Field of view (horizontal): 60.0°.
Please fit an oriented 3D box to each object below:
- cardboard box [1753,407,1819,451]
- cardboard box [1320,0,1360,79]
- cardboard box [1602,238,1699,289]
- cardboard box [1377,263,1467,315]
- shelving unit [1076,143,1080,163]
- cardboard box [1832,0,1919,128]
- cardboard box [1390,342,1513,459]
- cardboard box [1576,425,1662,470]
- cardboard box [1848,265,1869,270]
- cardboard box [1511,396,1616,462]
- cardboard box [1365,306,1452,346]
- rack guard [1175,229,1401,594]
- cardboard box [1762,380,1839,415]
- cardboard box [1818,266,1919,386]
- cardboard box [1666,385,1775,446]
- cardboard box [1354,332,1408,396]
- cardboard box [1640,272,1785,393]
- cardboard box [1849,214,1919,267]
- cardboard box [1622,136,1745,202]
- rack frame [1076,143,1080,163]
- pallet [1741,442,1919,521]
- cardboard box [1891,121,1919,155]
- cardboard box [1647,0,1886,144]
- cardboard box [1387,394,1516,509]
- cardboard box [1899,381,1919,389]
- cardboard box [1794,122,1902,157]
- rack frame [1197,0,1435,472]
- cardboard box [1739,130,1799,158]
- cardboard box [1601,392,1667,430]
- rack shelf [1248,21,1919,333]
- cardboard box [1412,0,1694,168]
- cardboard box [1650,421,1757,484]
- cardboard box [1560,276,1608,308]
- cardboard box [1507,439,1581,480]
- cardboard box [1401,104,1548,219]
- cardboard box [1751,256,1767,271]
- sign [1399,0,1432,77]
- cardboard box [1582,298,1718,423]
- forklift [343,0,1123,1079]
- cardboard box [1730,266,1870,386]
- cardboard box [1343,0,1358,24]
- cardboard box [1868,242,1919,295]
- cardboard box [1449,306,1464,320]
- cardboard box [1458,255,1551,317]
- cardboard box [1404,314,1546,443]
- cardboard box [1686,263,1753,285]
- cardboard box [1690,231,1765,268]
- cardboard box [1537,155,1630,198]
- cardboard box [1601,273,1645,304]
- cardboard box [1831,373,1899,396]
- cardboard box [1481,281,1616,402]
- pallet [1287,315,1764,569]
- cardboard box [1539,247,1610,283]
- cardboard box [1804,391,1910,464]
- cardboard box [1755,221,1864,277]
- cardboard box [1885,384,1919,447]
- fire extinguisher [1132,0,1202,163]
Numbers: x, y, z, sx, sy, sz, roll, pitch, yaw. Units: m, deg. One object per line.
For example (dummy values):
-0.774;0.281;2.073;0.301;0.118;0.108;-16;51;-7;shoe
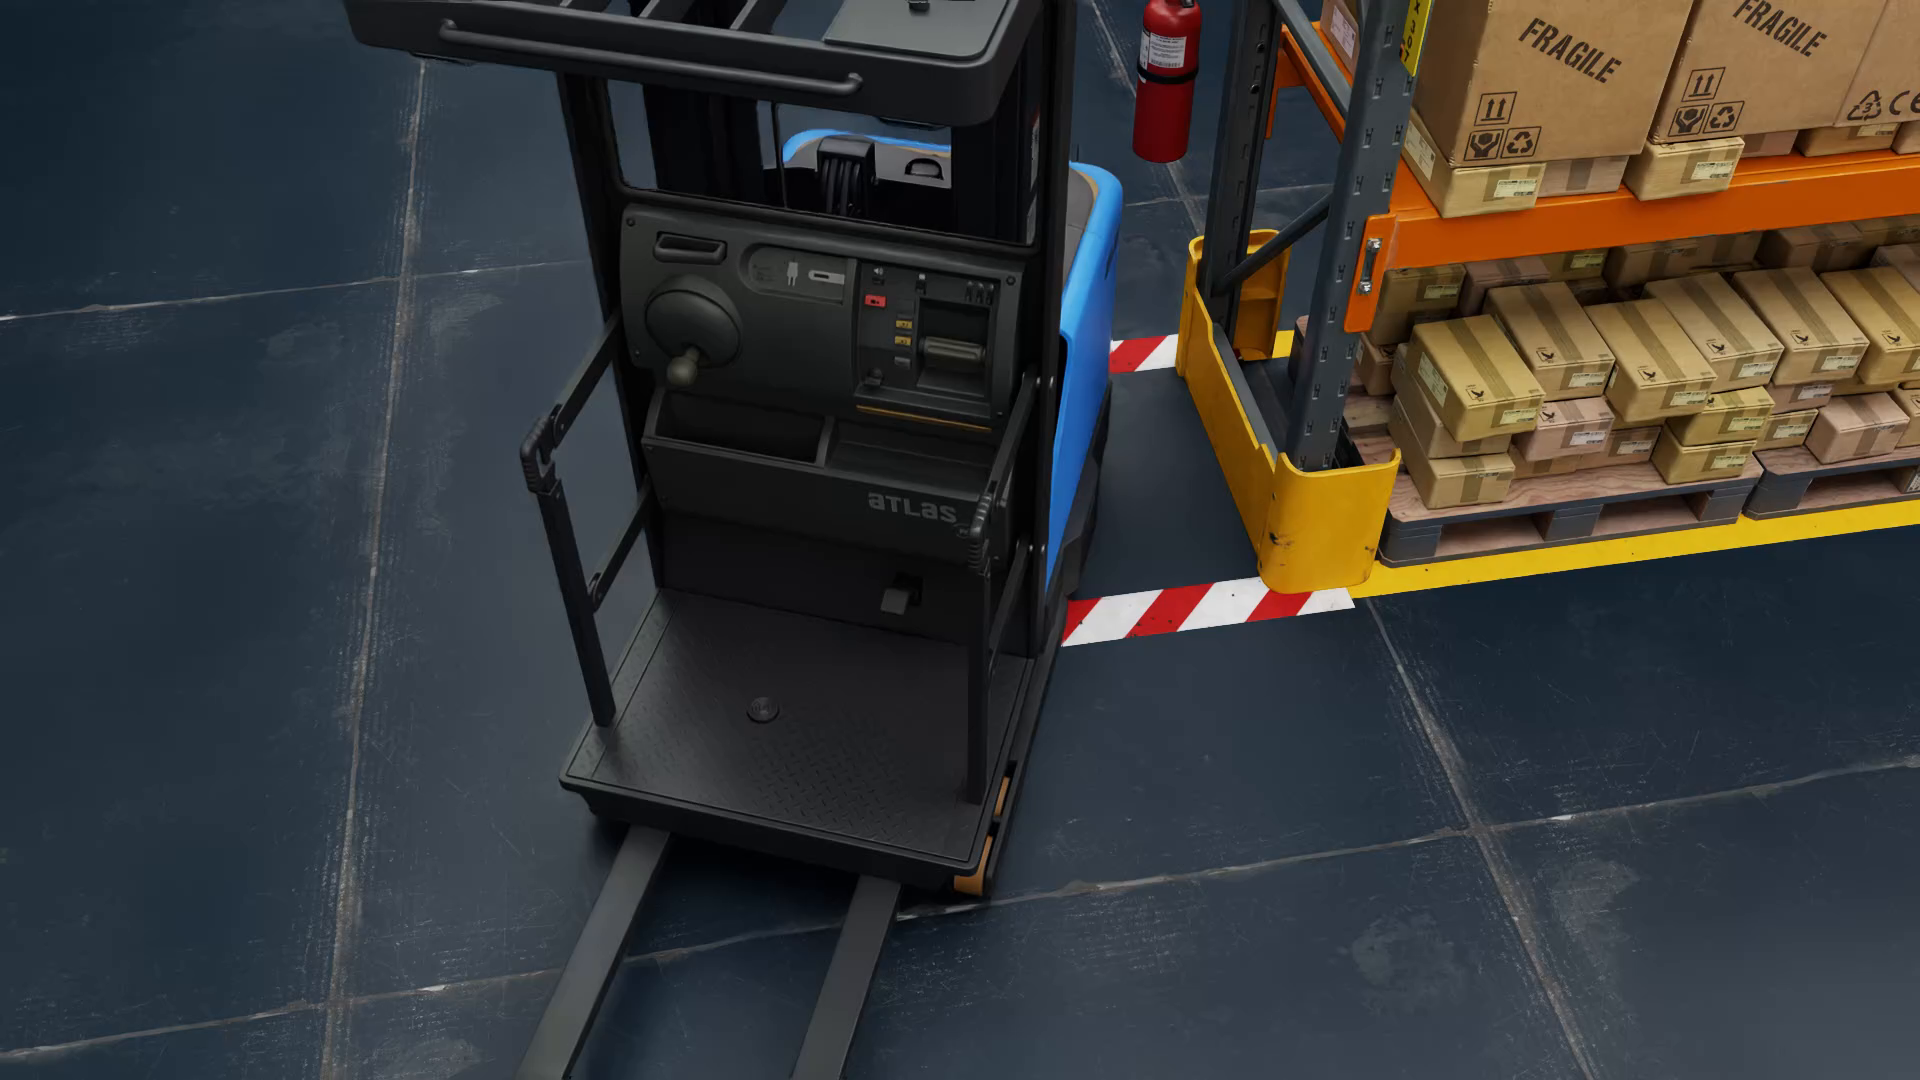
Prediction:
2.503;-0.466;5.304;0.250;0.149;0.380;-7;46;-7;cardboard box
1.213;-1.448;4.736;0.250;0.149;0.380;-7;46;-7;cardboard box
2.175;-1.001;5.406;0.250;0.149;0.380;-9;47;-8;cardboard box
1.418;-0.902;5.311;0.250;0.149;0.380;-7;46;-6;cardboard box
0.239;-0.845;5.428;0.210;0.900;0.258;10;43;9;shelving unit
2.437;-1.426;4.265;0.500;0.500;0.500;-7;46;-6;cardboard box
1.499;-0.436;5.069;0.250;0.149;0.380;-5;46;-5;cardboard box
1.998;-0.413;5.254;0.250;0.149;0.380;-7;46;-6;cardboard box
2.953;-1.031;5.642;0.250;0.149;0.380;-7;46;-6;cardboard box
1.779;-0.430;5.063;0.250;0.149;0.380;-7;47;-7;cardboard box
1.411;-0.821;5.440;0.250;0.149;0.380;-8;47;-8;cardboard box
1.014;-0.436;5.323;0.348;0.500;1.175;-7;46;-7;rack guard
2.522;-0.577;5.204;0.250;0.149;0.380;-9;47;-9;cardboard box
2.807;-0.656;5.074;0.250;0.149;0.380;-6;46;-6;cardboard box
2.276;-0.477;5.108;0.250;0.149;0.380;-6;46;-6;cardboard box
1.423;-0.663;5.494;0.250;0.149;0.380;-6;46;-6;cardboard box
2.265;-0.629;5.048;0.250;0.149;0.380;-9;47;-9;cardboard box
2.962;-1.079;5.482;0.250;0.149;0.380;-7;46;-7;cardboard box
1.832;-1.070;4.372;0.250;0.149;0.380;-8;47;-8;cardboard box
0.338;-0.828;5.411;0.006;0.900;0.240;10;43;9;rack frame
3.020;-0.558;5.641;1.213;0.211;1.003;-7;46;-7;pallet
2.584;-1.225;4.522;0.250;0.149;0.380;-8;47;-8;cardboard box
1.952;-1.375;4.216;0.500;0.500;0.500;-7;46;-7;cardboard box
1.510;-0.288;5.132;0.250;0.149;0.380;-6;46;-6;cardboard box
3.050;-0.666;5.290;0.250;0.149;0.380;-5;46;-5;cardboard box
2.336;-1.215;4.512;0.250;0.149;0.380;-8;47;-7;cardboard box
0.939;-1.294;4.414;0.127;3.000;1.000;-7;46;-7;rack frame
2.065;-1.199;4.497;0.250;0.149;0.380;-5;46;-5;cardboard box
2.005;-0.523;5.152;0.250;0.149;0.380;-7;46;-6;cardboard box
2.910;-1.290;4.910;4.000;0.370;1.077;-7;46;-7;rack shelf
1.429;-1.291;4.135;0.500;0.500;0.500;-5;46;-5;cardboard box
2.268;-0.367;5.209;0.250;0.149;0.380;-7;46;-6;cardboard box
1.923;-0.886;5.502;0.250;0.149;0.380;-9;47;-8;cardboard box
1.754;-0.378;5.219;0.250;0.149;0.380;-7;47;-7;cardboard box
1.315;-1.014;4.319;0.250;0.149;0.380;-7;47;-7;cardboard box
2.686;-0.977;5.590;0.250;0.149;0.380;-5;46;-5;cardboard box
1.032;-1.209;3.731;0.005;0.325;0.100;-7;46;-7;sign
2.035;-0.540;4.962;0.250;0.149;0.380;-7;47;-7;cardboard box
-0.373;-0.403;3.603;1.130;2.935;3.031;10;47;10;forklift
2.540;-0.656;5.074;0.250;0.149;0.380;-5;46;-5;cardboard box
1.338;-1.670;4.500;0.500;0.500;0.500;-6;46;-6;cardboard box
3.038;-0.755;5.169;0.250;0.149;0.380;-7;46;-7;cardboard box
1.678;-0.815;5.434;0.250;0.149;0.380;-8;47;-8;cardboard box
1.675;-0.892;5.301;0.250;0.149;0.380;-6;46;-6;cardboard box
1.514;-0.480;4.905;0.250;0.149;0.380;-9;47;-9;cardboard box
2.431;-0.959;5.573;0.250;0.149;0.380;-6;46;-6;cardboard box
2.430;-1.073;5.476;0.250;0.149;0.380;-6;46;-5;cardboard box
1.558;-1.075;4.377;0.250;0.149;0.380;-6;46;-5;cardboard box
2.205;-0.846;5.464;0.250;0.149;0.380;-8;47;-7;cardboard box
2.782;-0.640;5.265;0.250;0.149;0.380;-5;46;-5;cardboard box
1.765;-0.600;5.020;0.250;0.149;0.380;-6;46;-6;cardboard box
1.821;-0.411;5.499;1.213;0.211;1.003;-7;46;-7;pallet
1.909;-1.014;5.419;0.250;0.149;0.380;-8;47;-8;cardboard box
2.764;-0.435;5.274;0.250;0.149;0.380;-9;47;-9;cardboard box
2.709;-1.027;5.431;0.250;0.149;0.380;-9;47;-8;cardboard box
3.032;-0.487;5.325;0.250;0.149;0.380;-7;46;-7;cardboard box
0.613;-1.434;4.862;0.183;0.674;0.296;-7;46;-7;fire extinguisher
